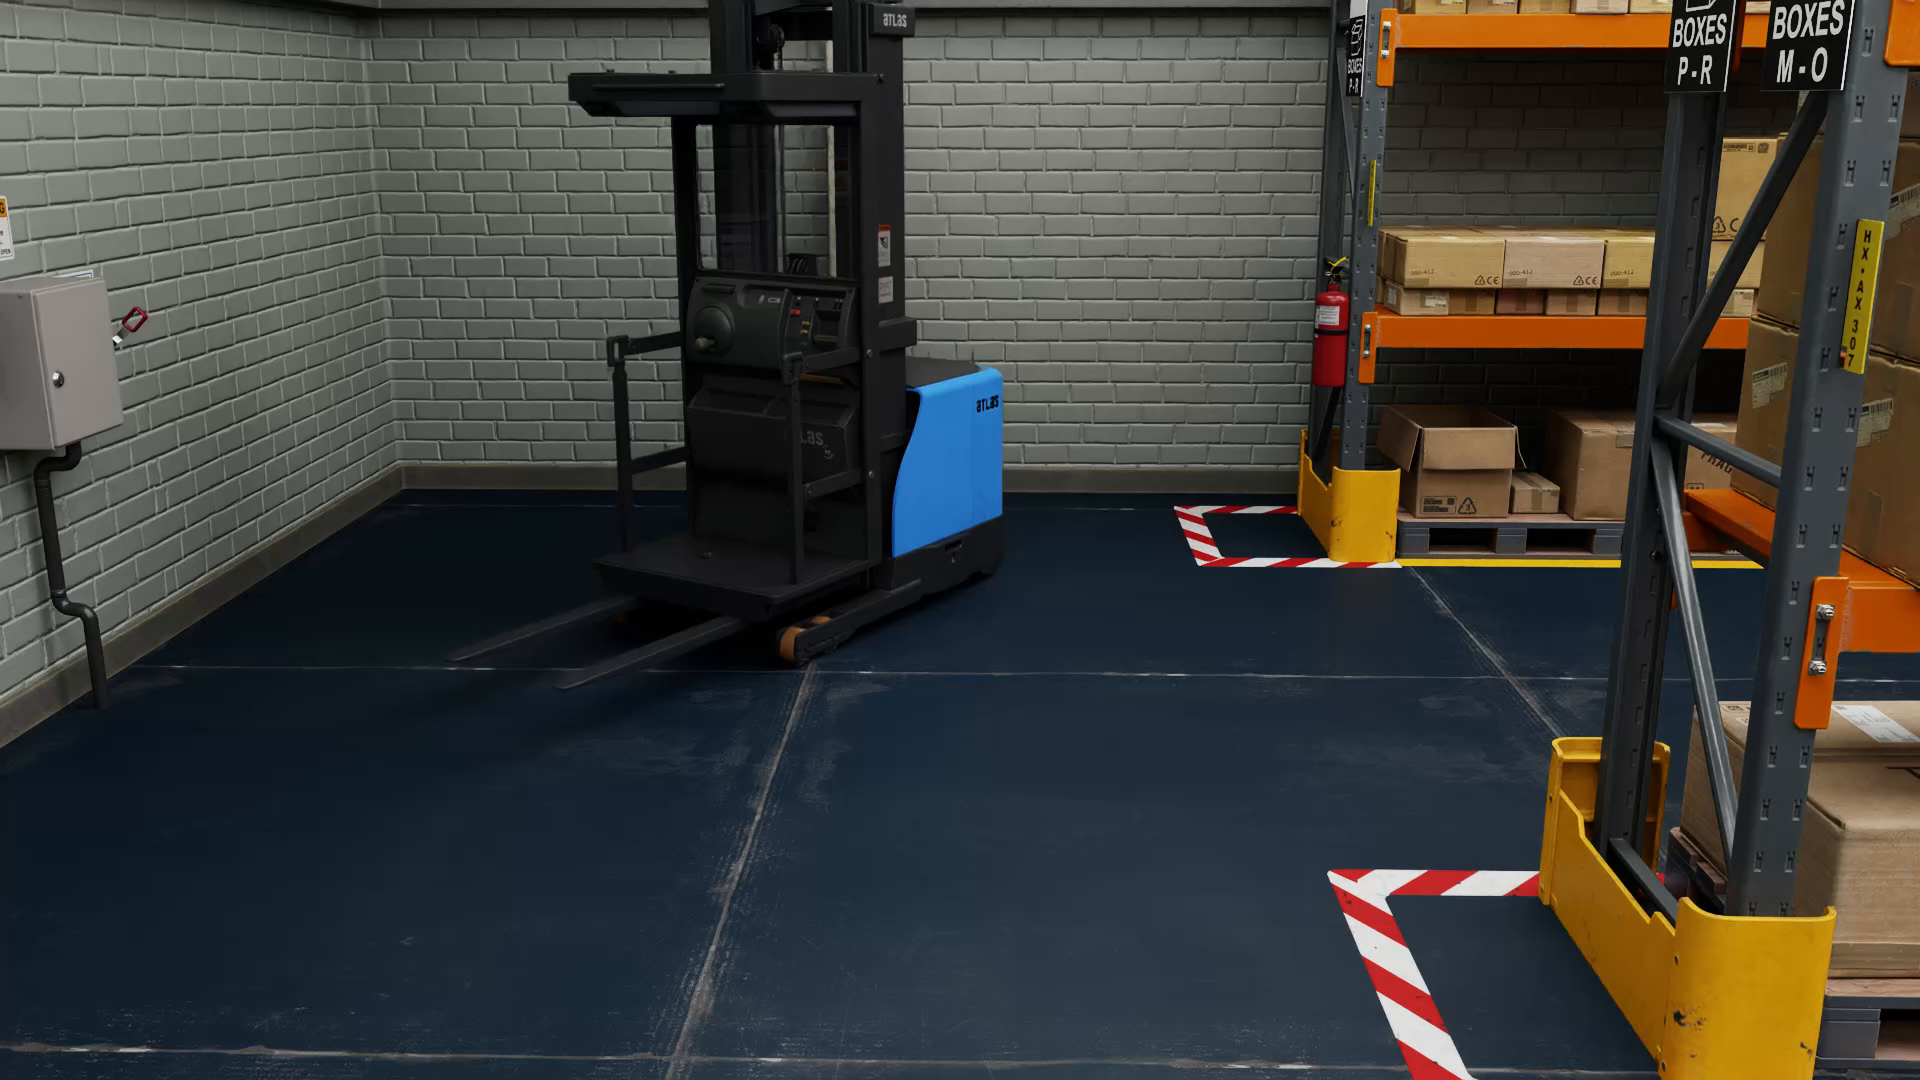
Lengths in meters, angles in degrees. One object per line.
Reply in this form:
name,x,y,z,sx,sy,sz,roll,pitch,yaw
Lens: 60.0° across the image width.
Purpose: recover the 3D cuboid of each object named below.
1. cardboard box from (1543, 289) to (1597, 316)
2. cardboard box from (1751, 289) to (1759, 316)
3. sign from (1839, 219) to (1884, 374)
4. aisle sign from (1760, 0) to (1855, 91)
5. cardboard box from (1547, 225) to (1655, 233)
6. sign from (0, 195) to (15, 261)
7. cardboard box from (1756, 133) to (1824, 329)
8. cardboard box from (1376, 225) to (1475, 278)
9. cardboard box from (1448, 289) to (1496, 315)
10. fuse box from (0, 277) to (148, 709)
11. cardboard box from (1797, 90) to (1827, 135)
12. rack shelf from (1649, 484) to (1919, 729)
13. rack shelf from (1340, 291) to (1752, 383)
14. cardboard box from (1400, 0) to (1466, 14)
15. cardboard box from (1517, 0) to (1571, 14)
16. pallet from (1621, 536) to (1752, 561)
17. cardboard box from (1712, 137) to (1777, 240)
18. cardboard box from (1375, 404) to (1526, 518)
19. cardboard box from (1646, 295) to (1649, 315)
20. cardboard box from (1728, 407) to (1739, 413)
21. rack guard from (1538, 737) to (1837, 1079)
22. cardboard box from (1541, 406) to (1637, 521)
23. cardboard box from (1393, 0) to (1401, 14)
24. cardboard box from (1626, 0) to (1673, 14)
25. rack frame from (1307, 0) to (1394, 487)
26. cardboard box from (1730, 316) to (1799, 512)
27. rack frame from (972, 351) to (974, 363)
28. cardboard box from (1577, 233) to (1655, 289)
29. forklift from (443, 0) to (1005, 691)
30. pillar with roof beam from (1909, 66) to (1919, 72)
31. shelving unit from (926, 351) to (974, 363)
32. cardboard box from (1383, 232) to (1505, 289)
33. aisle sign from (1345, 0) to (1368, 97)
cardboard box,3.191,-1.285,8.824,0.250,0.149,0.380,1,15,3
cardboard box,4.231,-1.283,8.817,0.250,0.149,0.380,0,15,1
sign,1.956,-0.528,3.610,0.005,0.325,0.100,0,15,1
aisle sign,1.897,-1.396,3.657,0.004,0.787,0.394,0,15,1
cardboard box,3.576,-1.607,9.260,0.500,0.250,0.500,1,15,3
sign,-3.670,-1.165,6.257,0.001,0.242,0.339,0,15,1
cardboard box,2.464,-0.802,4.345,0.500,0.500,0.500,1,15,3
cardboard box,2.566,-1.615,9.291,0.500,0.250,0.500,1,15,3
cardboard box,2.676,-1.295,8.862,0.250,0.149,0.380,1,15,3
fuse box,-3.462,-0.155,6.575,0.414,1.711,0.539,0,15,1
cardboard box,2.340,-1.107,4.228,0.250,0.149,0.380,1,15,2
rack shelf,3.975,0.148,4.309,4.000,0.370,1.077,0,15,1
rack shelf,4.099,-1.118,9.107,4.000,0.370,1.077,0,15,1
cardboard box,2.412,-2.746,8.481,0.250,0.149,0.380,1,15,3
cardboard box,2.931,-2.745,8.478,0.250,0.149,0.380,0,15,2
pallet,4.189,-0.116,9.367,1.213,0.211,1.003,0,15,1
cardboard box,4.045,-1.831,8.642,0.500,0.500,0.500,1,15,3
cardboard box,2.708,-0.447,9.223,0.637,0.503,0.797,0,15,-1
cardboard box,3.707,-1.264,8.744,0.250,0.149,0.380,0,15,0
cardboard box,4.599,-0.423,9.139,0.500,0.500,0.700,0,15,-1
rack guard,1.952,0.996,4.586,0.348,0.500,1.175,0,15,1
cardboard box,3.562,-0.429,9.165,0.500,0.500,0.700,1,15,4
cardboard box,2.425,-2.865,8.930,0.250,0.149,0.380,1,15,3
cardboard box,3.439,-2.717,8.373,0.250,0.149,0.380,0,15,1
rack frame,2.099,-1.479,9.065,0.127,3.000,1.000,0,15,1
cardboard box,2.465,-0.326,4.498,0.500,0.500,0.500,0,15,2
rack frame,0.068,-0.507,9.204,0.008,1.050,0.200,0,15,1
cardboard box,3.557,-1.473,8.753,0.500,0.250,0.500,0,15,0
forklift,-0.981,-1.006,7.408,1.130,2.935,3.031,9,17,31
pillar with roof beam,5.315,-3.490,4.928,0.400,9.000,9.100,0,15,1
shelving unit,-0.053,-0.508,9.207,0.252,1.050,0.215,0,15,1
cardboard box,2.546,-1.478,8.774,0.500,0.250,0.500,0,15,2
aisle sign,2.023,-2.661,8.451,0.004,0.787,0.394,0,15,1
